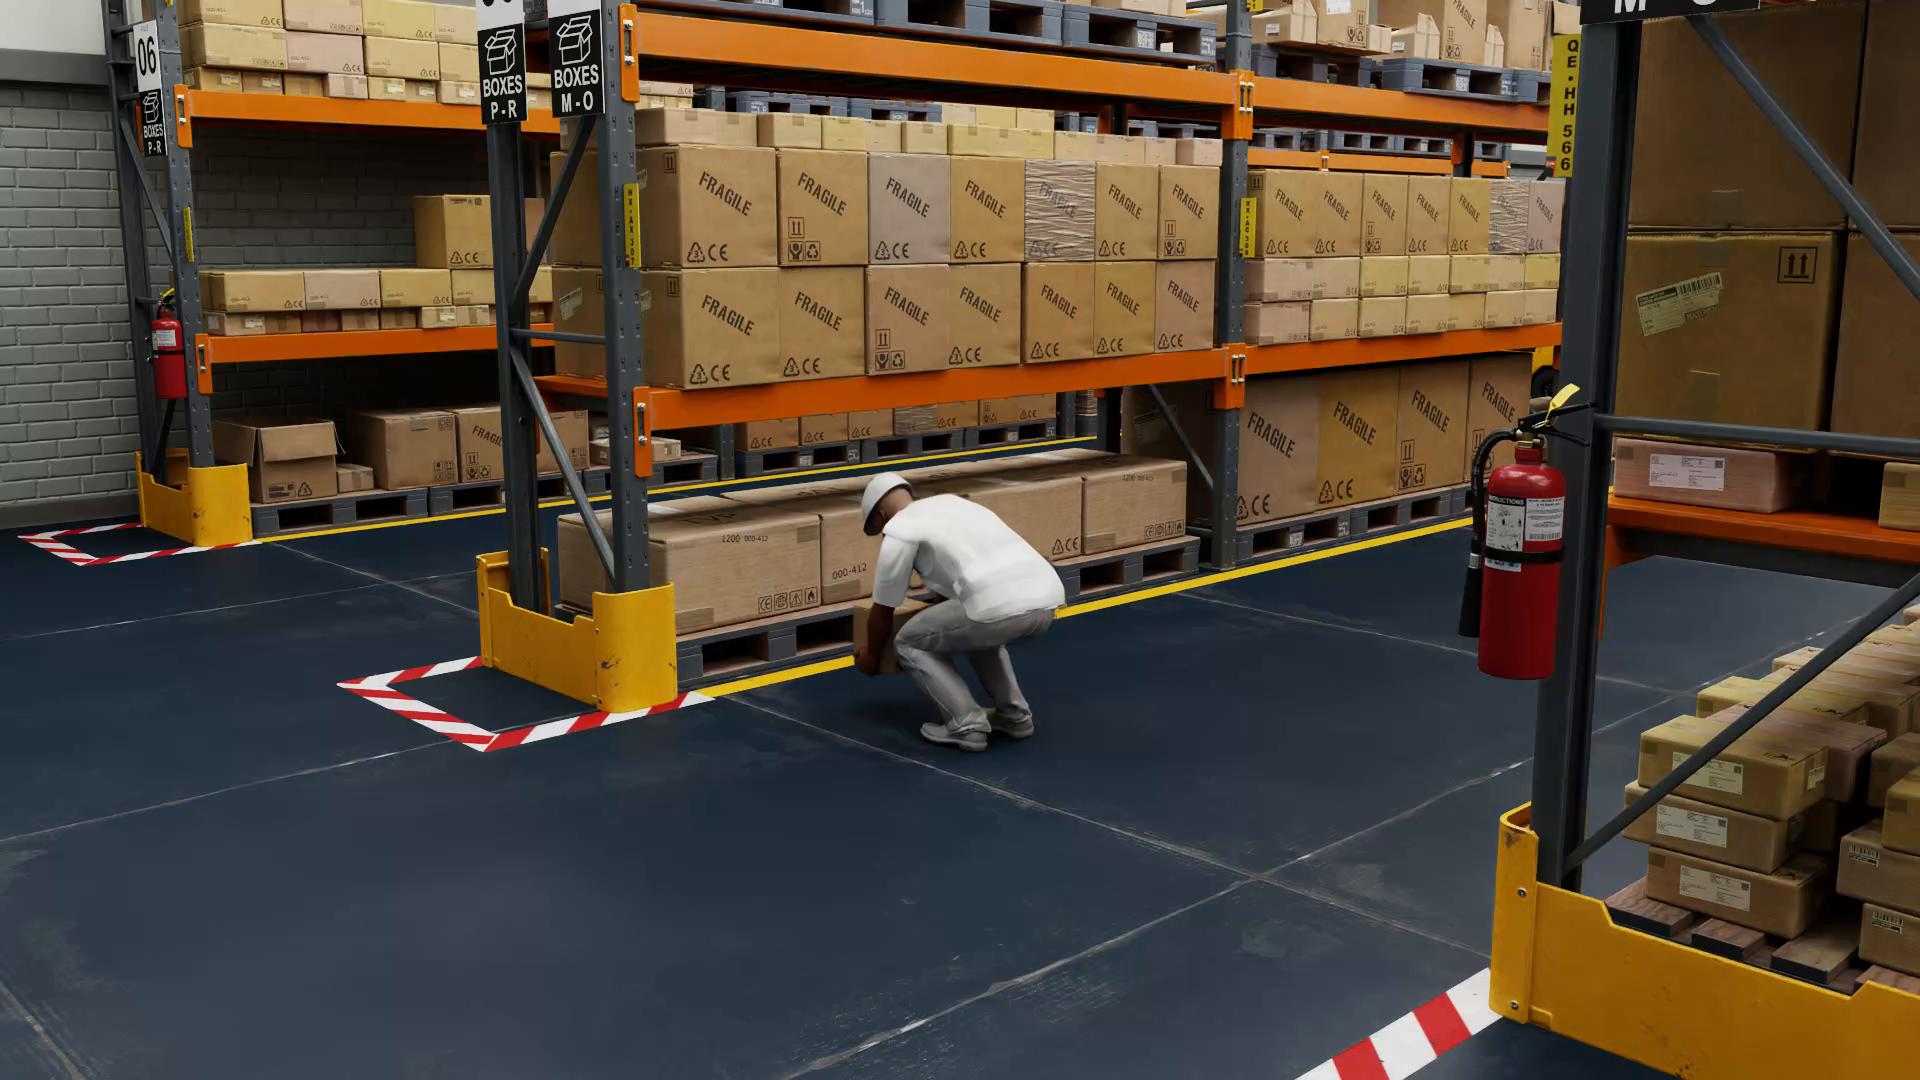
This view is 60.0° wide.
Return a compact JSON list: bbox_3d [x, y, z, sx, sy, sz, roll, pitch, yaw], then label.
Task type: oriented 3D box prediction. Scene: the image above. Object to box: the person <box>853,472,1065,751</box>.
[{"bbox_3d":[-0.041,0.267,6.519,0.922,1.006,0.534,10,15,44],"label":"person"}]
